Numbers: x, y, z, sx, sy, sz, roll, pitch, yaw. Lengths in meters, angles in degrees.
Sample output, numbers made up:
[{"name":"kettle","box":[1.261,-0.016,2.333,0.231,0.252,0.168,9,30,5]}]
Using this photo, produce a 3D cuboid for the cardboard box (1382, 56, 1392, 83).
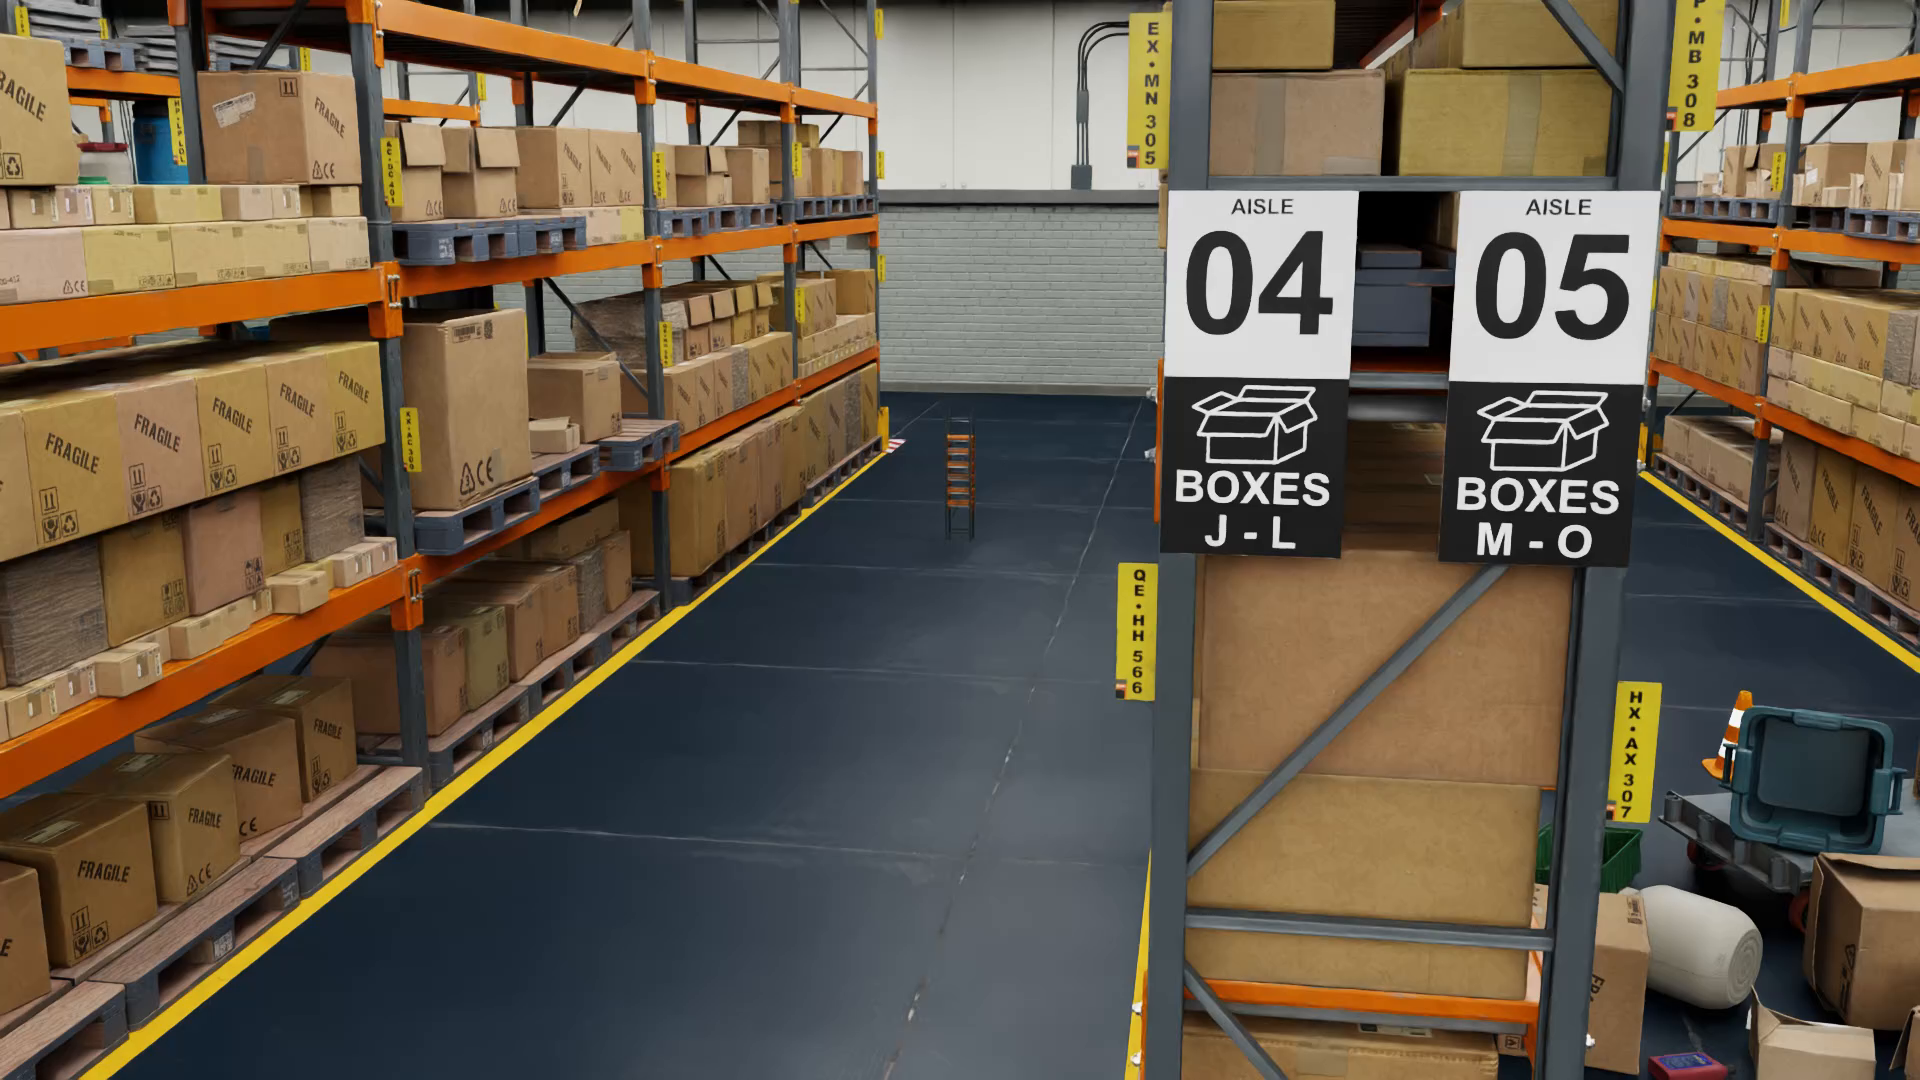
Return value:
[{"name":"cardboard box","box":[1.587,-1.503,5.452,0.380,0.149,0.250,2,12,9]}]

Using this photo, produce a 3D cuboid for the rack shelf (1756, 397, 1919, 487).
[{"name":"rack shelf","box":[7.391,-0.676,12.973,1.077,0.370,4.000,2,12,9]}]

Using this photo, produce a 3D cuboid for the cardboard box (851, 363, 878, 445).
[{"name":"cardboard box","box":[-1.498,-1.628,19.732,0.875,0.875,0.875,2,12,9]}]

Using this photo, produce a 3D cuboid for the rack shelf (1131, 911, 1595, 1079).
[{"name":"rack shelf","box":[1.254,0.850,5.893,1.077,0.370,4.000,2,12,9]}]

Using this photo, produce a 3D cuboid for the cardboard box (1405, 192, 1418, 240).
[{"name":"cardboard box","box":[1.432,-0.902,4.557,0.380,0.149,0.250,2,12,9]}]

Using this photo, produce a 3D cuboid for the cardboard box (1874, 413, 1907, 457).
[{"name":"cardboard box","box":[6.967,-0.758,12.005,0.500,0.250,0.500,2,12,10]}]

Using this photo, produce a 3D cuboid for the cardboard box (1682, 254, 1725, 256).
[{"name":"cardboard box","box":[8.015,-3.009,17.944,0.380,0.149,0.250,2,12,10]}]

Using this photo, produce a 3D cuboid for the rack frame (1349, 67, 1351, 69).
[{"name":"rack frame","box":[2.176,-3.683,10.980,1.000,3.000,0.127,2,12,9]}]

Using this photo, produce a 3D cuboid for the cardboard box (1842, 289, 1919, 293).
[{"name":"cardboard box","box":[7.878,-1.880,14.244,0.500,0.500,0.500,2,12,10]}]

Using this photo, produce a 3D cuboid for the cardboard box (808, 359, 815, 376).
[{"name":"cardboard box","box":[-1.679,-1.748,16.835,0.380,0.149,0.250,1,12,7]}]

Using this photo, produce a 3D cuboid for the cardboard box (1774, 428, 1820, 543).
[{"name":"cardboard box","box":[7.682,-0.479,14.398,0.875,0.875,0.875,2,12,10]}]

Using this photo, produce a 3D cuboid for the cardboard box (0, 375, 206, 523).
[{"name":"cardboard box","box":[-3.355,-0.368,6.520,0.500,0.500,0.500,2,12,9]}]

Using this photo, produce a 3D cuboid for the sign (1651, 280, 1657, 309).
[{"name":"sign","box":[7.766,-2.758,18.683,0.100,0.325,0.005,2,12,9]}]

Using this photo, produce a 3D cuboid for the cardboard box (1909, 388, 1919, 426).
[{"name":"cardboard box","box":[6.906,-0.891,11.435,0.500,0.250,0.500,2,12,8]}]

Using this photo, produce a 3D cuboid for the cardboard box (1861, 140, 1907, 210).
[{"name":"cardboard box","box":[7.068,-2.708,12.341,0.500,0.500,0.500,2,12,9]}]

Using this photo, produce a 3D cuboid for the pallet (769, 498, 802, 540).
[{"name":"pallet","box":[-2.138,-0.239,15.856,1.003,0.211,1.213,2,12,9]}]

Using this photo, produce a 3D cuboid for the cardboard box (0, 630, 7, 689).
[{"name":"cardboard box","box":[-3.869,0.317,5.714,0.875,0.500,0.500,2,12,9]}]

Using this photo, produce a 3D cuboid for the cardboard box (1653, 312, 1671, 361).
[{"name":"cardboard box","box":[7.956,-2.235,18.262,0.500,0.500,0.500,2,12,8]}]

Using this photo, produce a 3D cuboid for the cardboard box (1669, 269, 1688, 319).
[{"name":"cardboard box","box":[7.886,-2.616,17.656,0.500,0.500,0.500,2,12,7]}]

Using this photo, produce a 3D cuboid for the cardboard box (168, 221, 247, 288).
[{"name":"cardboard box","box":[-3.300,-1.175,6.816,0.500,0.250,0.500,2,12,8]}]

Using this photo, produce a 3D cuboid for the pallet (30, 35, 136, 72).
[{"name":"pallet","box":[-7.462,-3.887,13.322,1.213,0.211,1.003,2,12,9]}]

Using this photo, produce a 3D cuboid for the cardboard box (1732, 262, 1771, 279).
[{"name":"cardboard box","box":[7.651,-2.582,15.963,0.380,0.149,0.250,2,12,8]}]

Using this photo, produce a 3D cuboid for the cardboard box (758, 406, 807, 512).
[{"name":"cardboard box","box":[-2.173,-0.798,15.878,1.225,0.875,0.875,2,12,9]}]

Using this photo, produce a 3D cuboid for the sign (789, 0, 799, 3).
[{"name":"sign","box":[-1.556,-5.178,15.510,0.100,0.325,0.005,2,12,9]}]

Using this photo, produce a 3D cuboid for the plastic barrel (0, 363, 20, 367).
[{"name":"plastic barrel","box":[-7.375,-1.053,12.692,0.600,0.536,0.708,2,12,9]}]

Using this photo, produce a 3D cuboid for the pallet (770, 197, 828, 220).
[{"name":"pallet","box":[-1.958,-3.358,16.801,1.003,0.211,1.213,2,12,9]}]

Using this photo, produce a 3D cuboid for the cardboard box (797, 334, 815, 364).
[{"name":"cardboard box","box":[-1.763,-1.926,16.718,0.500,0.250,0.500,2,12,8]}]

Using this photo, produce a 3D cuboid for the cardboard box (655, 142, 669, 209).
[{"name":"cardboard box","box":[-2.686,-2.784,12.685,0.797,0.503,0.637,3,12,12]}]

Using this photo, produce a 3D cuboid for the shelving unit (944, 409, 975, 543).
[{"name":"shelving unit","box":[-0.002,-0.584,15.110,0.258,1.200,0.189,2,12,9]}]

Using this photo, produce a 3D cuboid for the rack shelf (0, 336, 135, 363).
[{"name":"rack shelf","box":[-11.574,-2.151,19.820,1.077,0.370,4.000,2,12,9]}]

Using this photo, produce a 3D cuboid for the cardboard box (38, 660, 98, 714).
[{"name":"cardboard box","box":[-3.474,0.544,6.203,0.380,0.149,0.250,2,12,9]}]

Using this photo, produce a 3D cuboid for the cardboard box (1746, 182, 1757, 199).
[{"name":"cardboard box","box":[7.521,-3.240,15.405,0.380,0.149,0.250,2,12,10]}]

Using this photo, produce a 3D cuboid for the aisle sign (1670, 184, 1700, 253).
[{"name":"aisle sign","box":[8.038,-3.572,18.532,0.394,0.787,0.004,2,12,9]}]

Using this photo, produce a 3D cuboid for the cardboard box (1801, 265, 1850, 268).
[{"name":"cardboard box","box":[8.024,-2.464,15.414,0.380,0.149,0.250,2,12,8]}]

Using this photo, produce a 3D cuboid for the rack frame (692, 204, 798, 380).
[{"name":"rack frame","box":[-2.094,-1.765,16.319,1.000,3.000,0.127,2,12,9]}]

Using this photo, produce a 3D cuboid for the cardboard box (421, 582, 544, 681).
[{"name":"cardboard box","box":[-3.031,0.565,10.397,0.700,0.500,0.500,1,12,4]}]

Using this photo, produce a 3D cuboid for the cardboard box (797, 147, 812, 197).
[{"name":"cardboard box","box":[-1.946,-3.811,17.222,0.700,0.500,0.500,3,12,12]}]

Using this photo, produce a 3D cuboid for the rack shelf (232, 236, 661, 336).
[{"name":"rack shelf","box":[-3.017,-1.631,10.284,1.077,0.370,4.000,2,12,9]}]

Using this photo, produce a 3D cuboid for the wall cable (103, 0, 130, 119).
[{"name":"wall cable","box":[-12.266,-8.041,26.583,3.097,2.526,0.112,2,12,9]}]

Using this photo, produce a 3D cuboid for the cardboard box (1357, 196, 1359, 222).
[{"name":"cardboard box","box":[1.744,-1.323,6.511,0.380,0.149,0.250,2,12,10]}]

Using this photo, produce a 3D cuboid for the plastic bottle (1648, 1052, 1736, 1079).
[{"name":"plastic bottle","box":[2.690,1.940,6.105,0.283,0.061,0.133,-2,12,-11]}]

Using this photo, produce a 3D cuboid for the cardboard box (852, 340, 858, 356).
[{"name":"cardboard box","box":[-1.364,-2.177,18.829,0.380,0.149,0.250,2,12,7]}]

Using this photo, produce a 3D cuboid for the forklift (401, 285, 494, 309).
[{"name":"forklift","box":[-5.279,-1.650,15.948,3.031,2.935,1.130,2,12,11]}]

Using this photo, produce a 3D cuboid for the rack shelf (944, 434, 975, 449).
[{"name":"rack shelf","box":[-0.002,-0.892,15.043,0.258,0.103,0.180,2,12,9]}]

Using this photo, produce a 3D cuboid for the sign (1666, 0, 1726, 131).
[{"name":"sign","box":[1.493,-0.998,3.379,0.100,0.325,0.005,2,12,9]}]

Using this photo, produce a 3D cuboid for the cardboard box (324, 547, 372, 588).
[{"name":"cardboard box","box":[-3.115,0.129,8.126,0.380,0.149,0.250,2,12,9]}]

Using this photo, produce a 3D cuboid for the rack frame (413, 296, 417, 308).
[{"name":"rack frame","box":[-6.373,-2.758,20.928,1.000,3.000,0.127,2,12,9]}]

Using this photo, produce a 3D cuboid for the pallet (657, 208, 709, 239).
[{"name":"pallet","box":[-2.662,-2.442,12.789,1.213,0.211,1.003,2,12,11]}]

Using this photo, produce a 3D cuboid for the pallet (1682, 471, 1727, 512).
[{"name":"pallet","box":[8.078,-0.491,17.028,1.003,0.211,1.213,2,12,9]}]

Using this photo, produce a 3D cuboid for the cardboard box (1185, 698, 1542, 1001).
[{"name":"cardboard box","box":[0.958,0.763,4.234,0.875,0.550,0.550,2,12,9]}]

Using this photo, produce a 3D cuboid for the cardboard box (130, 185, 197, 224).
[{"name":"cardboard box","box":[-3.286,-1.336,6.618,0.380,0.149,0.250,2,12,11]}]

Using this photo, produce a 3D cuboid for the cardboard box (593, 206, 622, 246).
[{"name":"cardboard box","box":[-2.603,-2.115,11.178,0.500,0.250,0.500,2,12,8]}]

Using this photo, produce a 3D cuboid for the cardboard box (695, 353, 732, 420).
[{"name":"cardboard box","box":[-2.213,-1.288,13.868,0.500,0.500,0.500,2,12,8]}]

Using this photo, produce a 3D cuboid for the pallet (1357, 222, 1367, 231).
[{"name":"pallet","box":[1.425,-1.171,6.653,1.003,0.211,1.213,2,12,9]}]
